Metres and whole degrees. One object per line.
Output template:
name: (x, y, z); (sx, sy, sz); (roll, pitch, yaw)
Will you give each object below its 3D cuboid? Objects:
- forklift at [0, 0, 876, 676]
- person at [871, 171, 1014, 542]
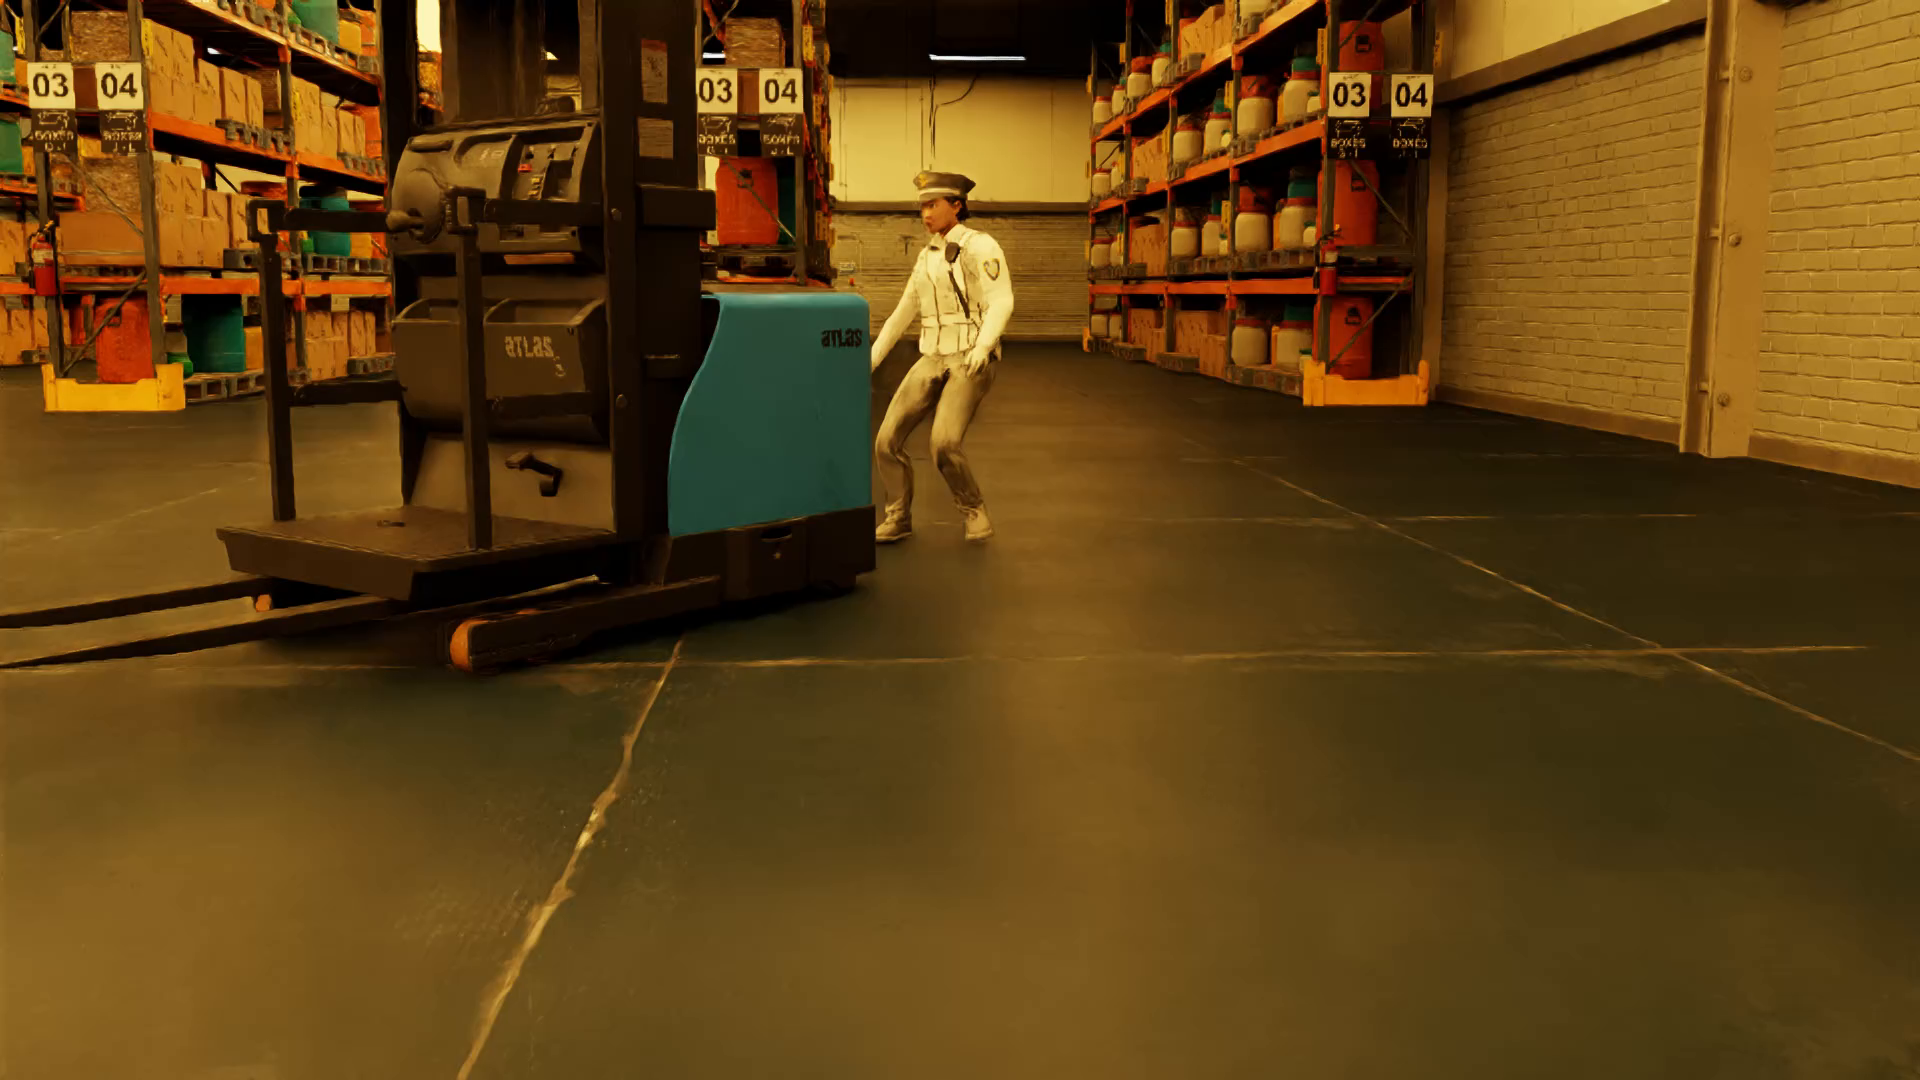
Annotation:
forklift: (-1.592, -1.145, 5.040); (1.130, 2.935, 3.031); (6, 11, 36)
person: (-0.118, -0.766, 7.078); (0.740, 1.578, 0.444); (8, 12, 44)
